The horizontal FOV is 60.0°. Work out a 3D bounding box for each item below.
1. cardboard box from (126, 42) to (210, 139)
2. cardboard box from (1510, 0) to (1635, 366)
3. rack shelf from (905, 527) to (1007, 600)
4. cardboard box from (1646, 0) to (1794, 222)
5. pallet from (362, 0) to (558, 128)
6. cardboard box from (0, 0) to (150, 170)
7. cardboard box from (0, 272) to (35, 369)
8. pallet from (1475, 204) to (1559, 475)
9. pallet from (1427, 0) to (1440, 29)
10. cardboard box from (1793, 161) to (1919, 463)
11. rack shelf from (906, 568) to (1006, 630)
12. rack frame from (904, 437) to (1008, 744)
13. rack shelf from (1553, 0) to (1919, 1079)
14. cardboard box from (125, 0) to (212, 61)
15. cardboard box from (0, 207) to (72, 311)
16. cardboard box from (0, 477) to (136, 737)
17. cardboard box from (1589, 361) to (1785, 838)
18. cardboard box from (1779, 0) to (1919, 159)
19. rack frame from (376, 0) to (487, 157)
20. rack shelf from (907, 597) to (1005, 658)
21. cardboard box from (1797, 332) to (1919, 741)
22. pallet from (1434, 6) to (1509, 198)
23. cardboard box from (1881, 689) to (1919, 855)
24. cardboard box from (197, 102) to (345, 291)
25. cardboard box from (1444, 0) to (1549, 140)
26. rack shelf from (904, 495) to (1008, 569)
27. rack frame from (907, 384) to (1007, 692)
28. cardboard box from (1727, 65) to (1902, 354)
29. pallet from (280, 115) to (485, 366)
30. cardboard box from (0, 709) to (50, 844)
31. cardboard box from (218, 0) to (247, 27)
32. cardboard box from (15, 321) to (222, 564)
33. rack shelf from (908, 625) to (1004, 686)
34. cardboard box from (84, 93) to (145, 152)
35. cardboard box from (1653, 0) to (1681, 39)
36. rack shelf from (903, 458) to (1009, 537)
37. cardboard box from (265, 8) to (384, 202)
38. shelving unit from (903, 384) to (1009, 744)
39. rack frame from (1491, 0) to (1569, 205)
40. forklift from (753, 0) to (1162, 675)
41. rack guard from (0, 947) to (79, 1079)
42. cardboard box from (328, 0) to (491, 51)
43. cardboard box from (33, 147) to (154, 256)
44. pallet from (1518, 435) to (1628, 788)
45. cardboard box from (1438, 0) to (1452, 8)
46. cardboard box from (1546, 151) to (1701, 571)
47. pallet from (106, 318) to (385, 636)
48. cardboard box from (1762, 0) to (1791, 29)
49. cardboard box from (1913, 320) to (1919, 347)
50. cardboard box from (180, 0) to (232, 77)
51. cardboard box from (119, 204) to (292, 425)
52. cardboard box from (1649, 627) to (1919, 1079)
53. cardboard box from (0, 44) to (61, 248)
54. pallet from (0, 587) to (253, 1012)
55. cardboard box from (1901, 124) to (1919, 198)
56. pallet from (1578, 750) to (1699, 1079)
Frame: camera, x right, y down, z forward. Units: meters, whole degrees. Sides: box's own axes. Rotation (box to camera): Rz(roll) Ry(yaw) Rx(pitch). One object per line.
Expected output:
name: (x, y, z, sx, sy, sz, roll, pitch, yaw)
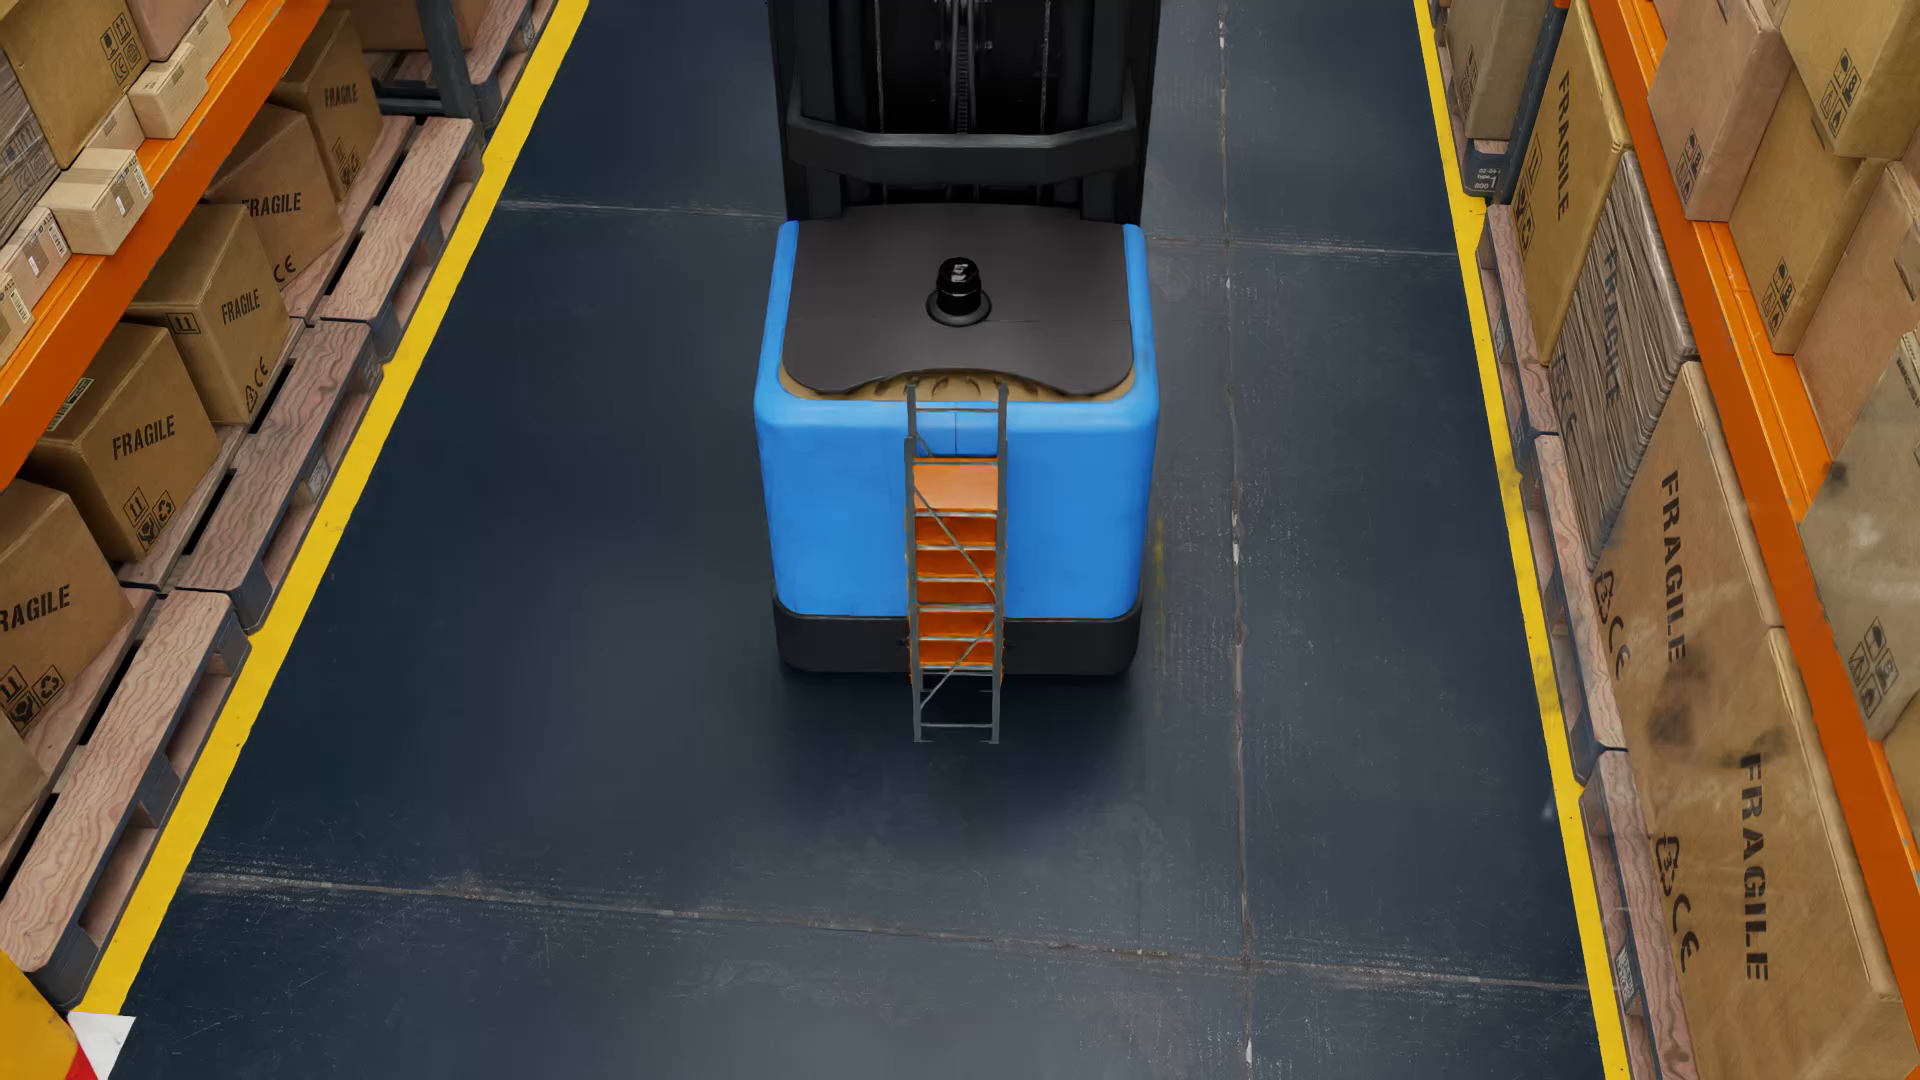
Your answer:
cardboard box: (-2.289, -1.228, 4.510, 0.380, 0.149, 0.250, 4, 48, 4)
cardboard box: (2.393, -1.151, 5.425, 0.875, 0.875, 0.875, 5, 48, 4)
rack shelf: (-0.009, 0.052, 4.287, 0.258, 0.103, 0.180, 1, 48, 1)
cardboard box: (2.304, -1.168, 4.184, 0.875, 0.550, 0.550, 4, 48, 4)
pallet: (-2.341, -2.223, 7.140, 1.003, 0.211, 1.213, 4, 48, 4)
cardboard box: (-2.626, -1.295, 4.133, 0.875, 0.500, 0.500, 4, 48, 4)
cardboard box: (-2.400, -0.494, 3.840, 0.380, 0.149, 0.250, 4, 48, 4)
pallet: (2.373, -0.689, 5.737, 1.003, 0.211, 1.213, 4, 48, 4)
pallet: (2.624, -2.714, 7.589, 1.003, 0.211, 1.213, 4, 48, 4)
cardboard box: (2.348, -0.380, 3.463, 0.875, 0.550, 0.550, 4, 48, 4)
rack shelf: (-0.009, 0.133, 4.375, 0.258, 0.103, 0.180, 1, 48, 1)
rack frame: (-0.010, 0.171, 4.281, 0.240, 1.200, 0.006, 1, 48, 1)
rack shelf: (2.337, -0.471, 4.136, 1.077, 0.370, 4.000, 4, 48, 4)
cardboard box: (-2.539, -1.660, 4.466, 0.875, 0.500, 0.500, 4, 48, 4)
cardboard box: (-2.404, -0.680, 4.009, 0.380, 0.149, 0.250, 4, 48, 4)
cardboard box: (-2.681, 0.150, 4.489, 0.500, 0.500, 0.500, 15, 49, 14)
cardboard box: (2.229, 0.181, 4.207, 0.875, 0.875, 0.875, 3, 48, 3)
cardboard box: (2.291, -1.141, 3.427, 0.875, 0.550, 0.500, 4, 48, 4)
rack frame: (-2.410, -2.592, 5.588, 1.000, 3.000, 0.127, 4, 48, 4)
rack shelf: (-0.009, 0.214, 4.464, 0.258, 0.103, 0.180, 1, 48, 1)
cardboard box: (2.172, 0.024, 3.094, 0.875, 0.550, 0.550, 4, 48, 4)
pallet: (2.515, -1.815, 6.767, 1.003, 0.211, 1.213, 4, 48, 4)
cardboard box: (2.144, 0.429, 2.723, 0.875, 0.550, 0.550, 4, 48, 4)
cardboard box: (-2.531, -1.177, 5.703, 0.500, 0.500, 0.500, 18, 50, 16)
cardboard box: (2.487, -2.029, 6.313, 1.050, 0.750, 0.750, 4, 48, 3)
rack shelf: (-0.008, -0.029, 4.198, 0.258, 0.103, 0.180, 1, 48, 1)
rack frame: (-0.007, 0.036, 4.404, 0.240, 1.200, 0.006, 1, 48, 1)
cardboard box: (2.355, -0.772, 3.821, 0.875, 0.550, 0.500, 4, 48, 4)
pallet: (-2.436, -1.155, 6.163, 1.003, 0.211, 1.213, 4, 48, 4)
cardboard box: (-2.701, 0.592, 4.085, 0.500, 0.500, 0.500, 12, 49, 11)
cardboard box: (-2.318, -1.600, 4.851, 0.380, 0.149, 0.250, 4, 48, 4)
cardboard box: (-2.605, -0.309, 4.909, 0.500, 0.500, 0.500, 8, 48, 7)
rack shelf: (-0.009, 0.295, 4.552, 0.258, 0.103, 0.180, 1, 48, 1)
cardboard box: (-2.388, -1.049, 4.347, 0.380, 0.149, 0.250, 4, 48, 4)
cardboard box: (2.470, -1.557, 4.540, 0.875, 0.550, 0.550, 4, 48, 4)
rack shelf: (-0.008, -0.110, 4.110, 0.258, 0.103, 0.180, 1, 48, 1)
cardboard box: (-2.487, -1.599, 6.089, 0.500, 0.500, 0.500, 3, 48, 2)
shelving unit: (-0.009, 0.103, 4.343, 0.258, 1.200, 0.189, 1, 48, 1)
rack frame: (2.520, -2.184, 5.215, 1.000, 3.000, 0.127, 4, 48, 4)
forklift: (0.016, -1.673, 4.793, 1.130, 2.935, 3.031, 1, 48, 1)
rack guard: (-2.768, 1.135, 3.873, 1.175, 0.500, 0.348, 4, 48, 4)
cardboard box: (-2.333, -2.346, 6.759, 0.700, 0.500, 0.500, 1, 48, 1)
cardboard box: (-2.278, -0.857, 4.171, 0.380, 0.149, 0.250, 4, 48, 4)
pallet: (2.264, 0.210, 4.915, 1.003, 0.211, 1.213, 4, 48, 4)
cardboard box: (2.578, -2.737, 6.961, 1.050, 0.750, 0.750, 4, 48, 4)
cardboard box: (2.314, -0.488, 4.819, 0.875, 0.875, 0.875, 4, 48, 4)
pallet: (-2.545, -0.256, 5.341, 1.003, 0.211, 1.213, 4, 48, 4)
cardboard box: (2.331, -1.531, 3.784, 0.875, 0.550, 0.550, 4, 48, 4)
cardboard box: (2.186, -0.340, 2.695, 0.875, 0.550, 0.550, 4, 48, 4)
cardboard box: (-2.301, -1.414, 4.681, 0.380, 0.149, 0.250, 4, 48, 4)
cardboard box: (-2.510, -0.716, 5.281, 0.500, 0.500, 0.500, 0, 48, 0)
cardboard box: (2.151, 0.828, 3.615, 0.875, 0.875, 0.875, 4, 48, 4)
cardboard box: (-2.683, -0.929, 3.797, 0.875, 0.500, 0.500, 4, 48, 4)
pallet: (-2.659, 0.638, 4.523, 1.003, 0.211, 1.213, 4, 48, 4)
cardboard box: (2.372, -0.742, 3.063, 0.875, 0.550, 0.550, 4, 48, 4)
pallet: (2.150, 1.104, 4.097, 1.003, 0.211, 1.213, 4, 48, 4)
